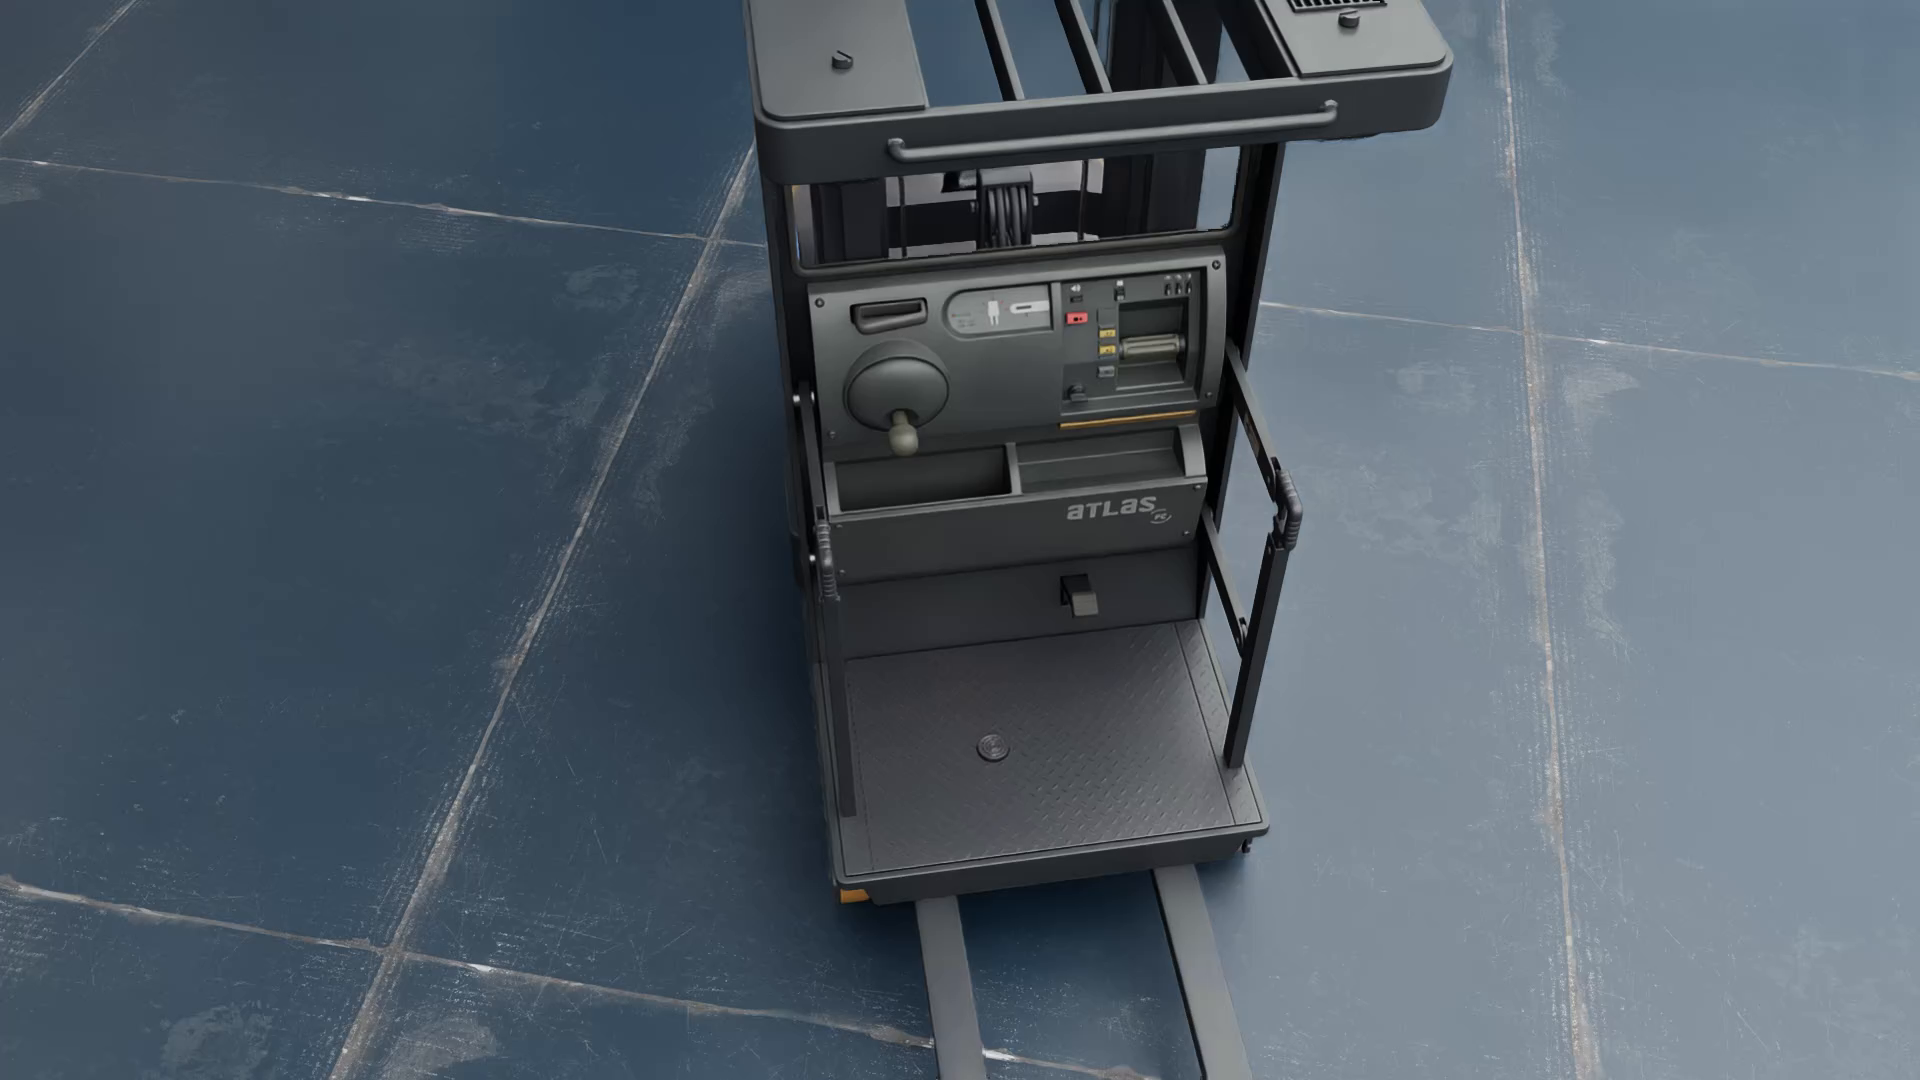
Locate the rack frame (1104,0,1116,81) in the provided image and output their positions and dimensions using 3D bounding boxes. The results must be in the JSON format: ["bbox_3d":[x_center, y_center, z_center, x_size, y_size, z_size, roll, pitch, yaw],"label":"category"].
[{"bbox_3d":[0.504,-1.192,5.313,0.032,1.500,0.500,-5,48,-4],"label":"rack frame"}]

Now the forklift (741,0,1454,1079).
[{"bbox_3d":[0.169,-0.318,3.565,1.130,2.935,3.031,-6,48,-6],"label":"forklift"}]

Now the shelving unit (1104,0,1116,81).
[{"bbox_3d":[-0.001,-1.150,5.275,1.048,1.500,0.538,-5,48,-4],"label":"shelving unit"}]
